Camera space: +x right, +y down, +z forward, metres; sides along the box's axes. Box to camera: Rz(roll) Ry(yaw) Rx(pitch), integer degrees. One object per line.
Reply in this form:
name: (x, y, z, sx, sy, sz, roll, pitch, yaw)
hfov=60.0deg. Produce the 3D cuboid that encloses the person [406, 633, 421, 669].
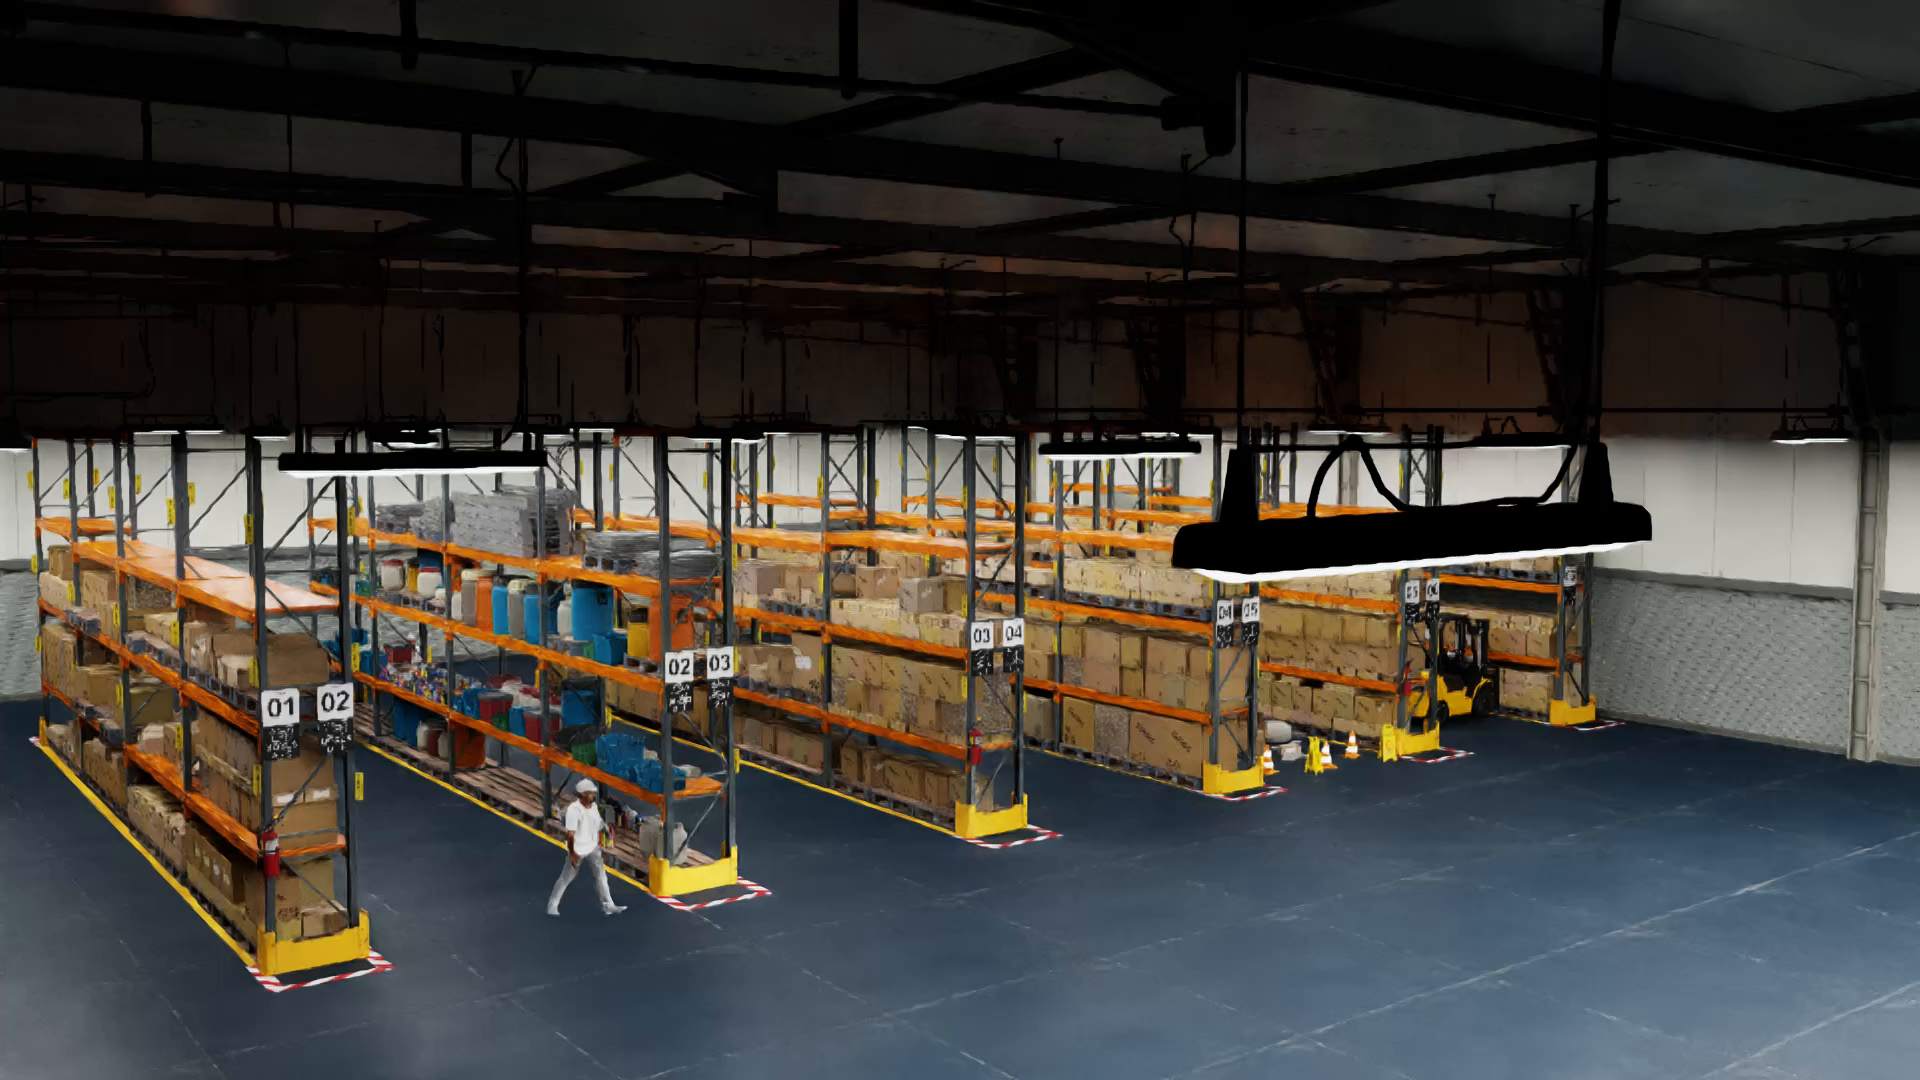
person: (-11.284, 2.773, 34.286, 0.564, 1.736, 1.042, -3, 6, -38)

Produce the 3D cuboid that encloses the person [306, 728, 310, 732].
person: (-12.651, 2.983, 31.523, 0.579, 1.718, 0.655, -2, 5, -25)

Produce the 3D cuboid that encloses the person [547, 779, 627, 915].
person: (-4.699, 3.840, 20.713, 0.938, 1.739, 0.592, 2, 5, 27)
